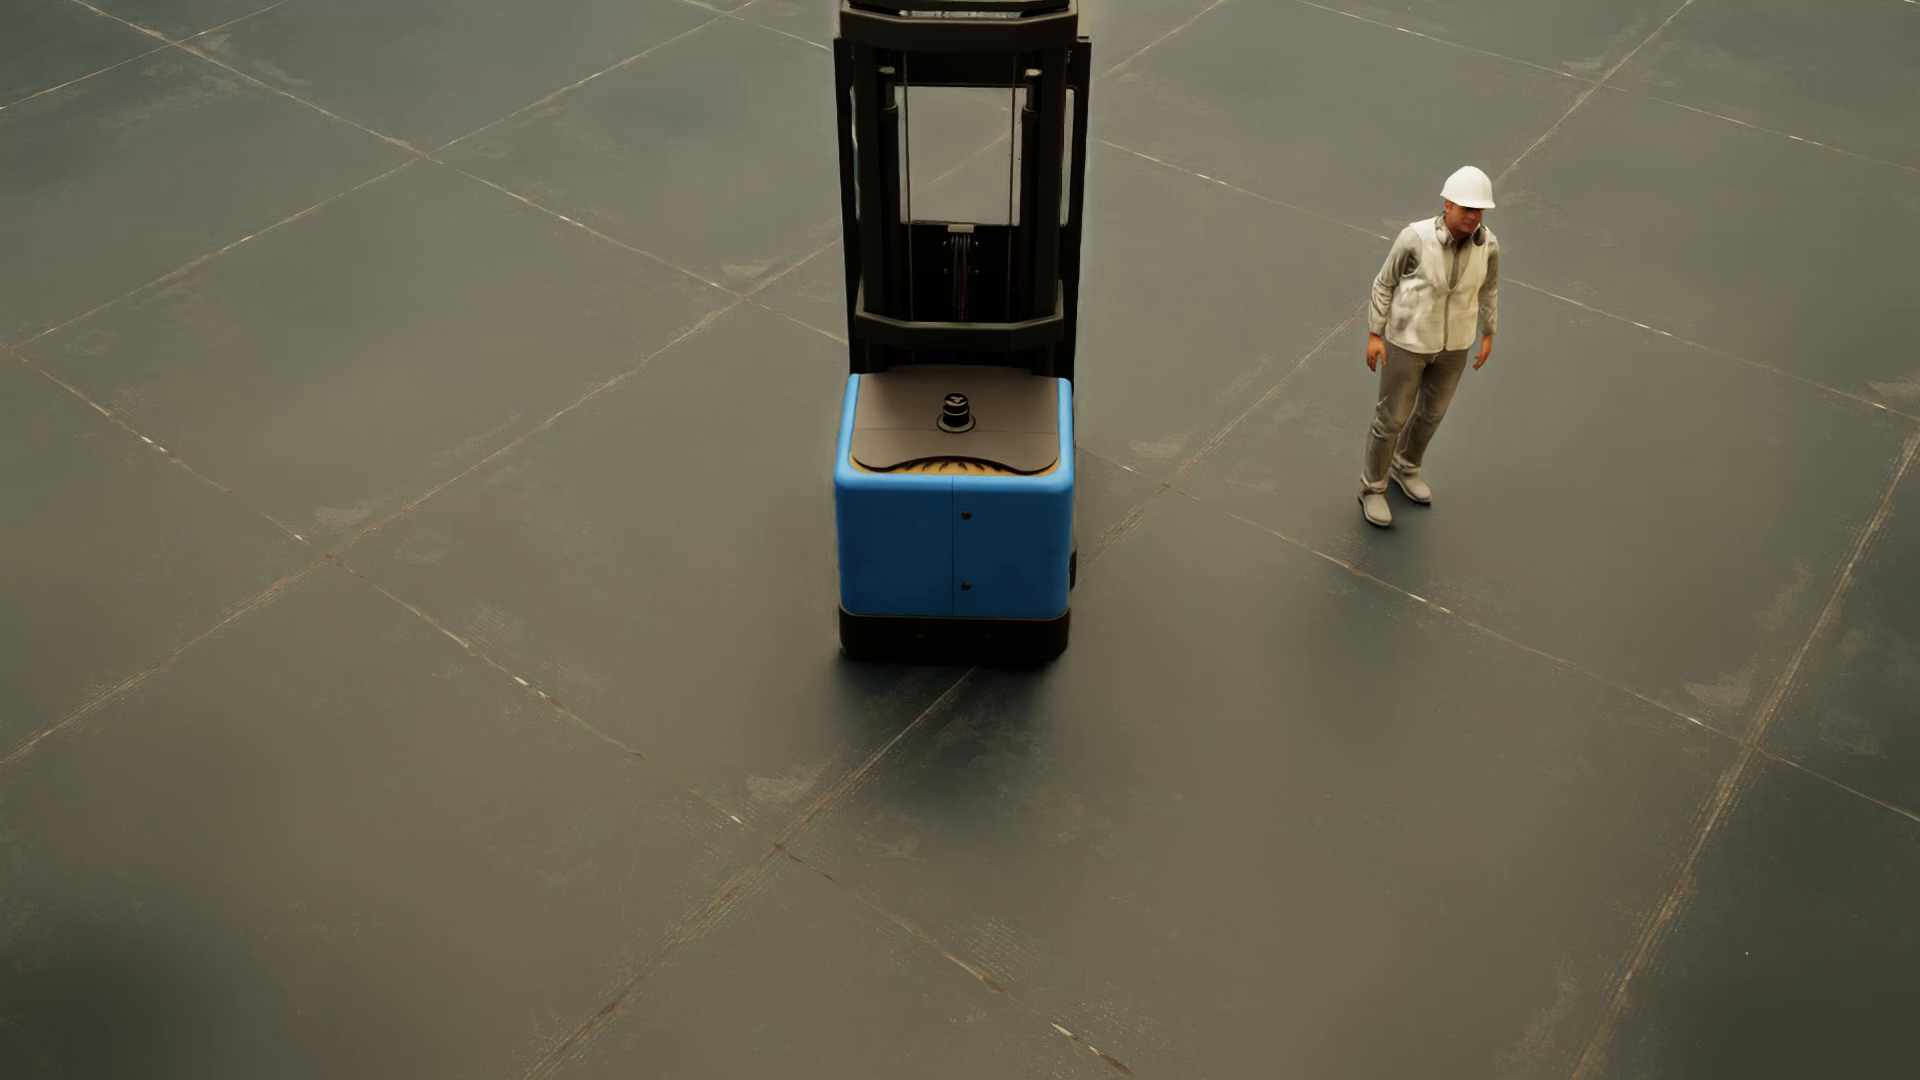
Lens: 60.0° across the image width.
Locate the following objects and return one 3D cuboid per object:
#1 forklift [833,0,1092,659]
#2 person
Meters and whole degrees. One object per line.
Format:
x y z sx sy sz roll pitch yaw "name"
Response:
0.019 -1.510 7.845 1.130 2.935 3.031 1 40 1 "forklift"
2.302 -0.932 8.055 0.656 1.779 0.559 -7 41 -9 "person"
